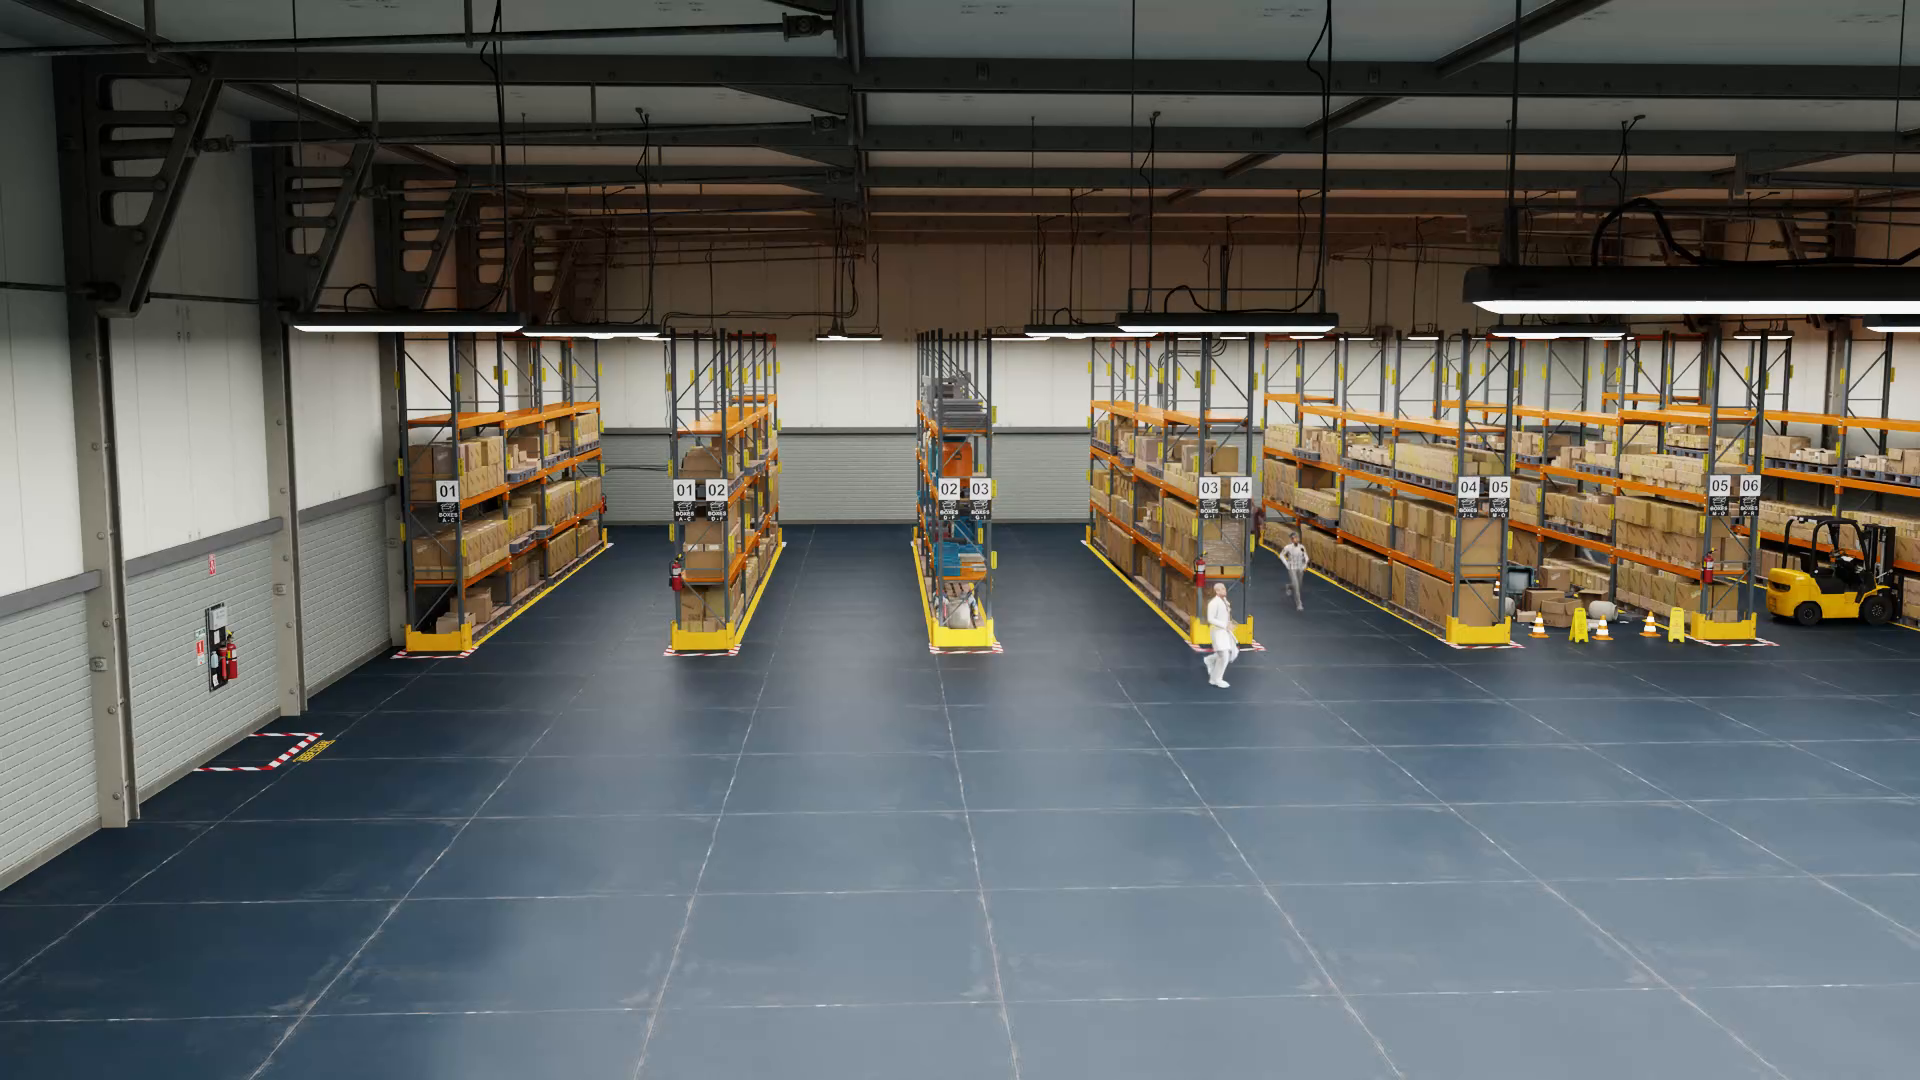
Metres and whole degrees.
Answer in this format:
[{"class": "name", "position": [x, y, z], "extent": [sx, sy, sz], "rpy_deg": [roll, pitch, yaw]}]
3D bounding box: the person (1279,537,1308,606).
[{"class": "person", "position": [7.285, 0.623, 36.281], "extent": [0.595, 1.540, 0.788], "rpy_deg": [-2, 7, -16]}]

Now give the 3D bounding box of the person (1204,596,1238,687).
[{"class": "person", "position": [4.347, 1.683, 27.905], "extent": [0.593, 1.538, 0.754], "rpy_deg": [4, 8, 31]}]

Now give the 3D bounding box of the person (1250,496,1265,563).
[{"class": "person", "position": [7.641, -0.288, 43.706], "extent": [0.756, 1.729, 0.686], "rpy_deg": [0, 7, 2]}]

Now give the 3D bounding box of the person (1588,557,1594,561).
[{"class": "person", "position": [15.999, -0.133, 42.528], "extent": [0.567, 1.641, 0.969], "rpy_deg": [-1, 7, -11]}]
